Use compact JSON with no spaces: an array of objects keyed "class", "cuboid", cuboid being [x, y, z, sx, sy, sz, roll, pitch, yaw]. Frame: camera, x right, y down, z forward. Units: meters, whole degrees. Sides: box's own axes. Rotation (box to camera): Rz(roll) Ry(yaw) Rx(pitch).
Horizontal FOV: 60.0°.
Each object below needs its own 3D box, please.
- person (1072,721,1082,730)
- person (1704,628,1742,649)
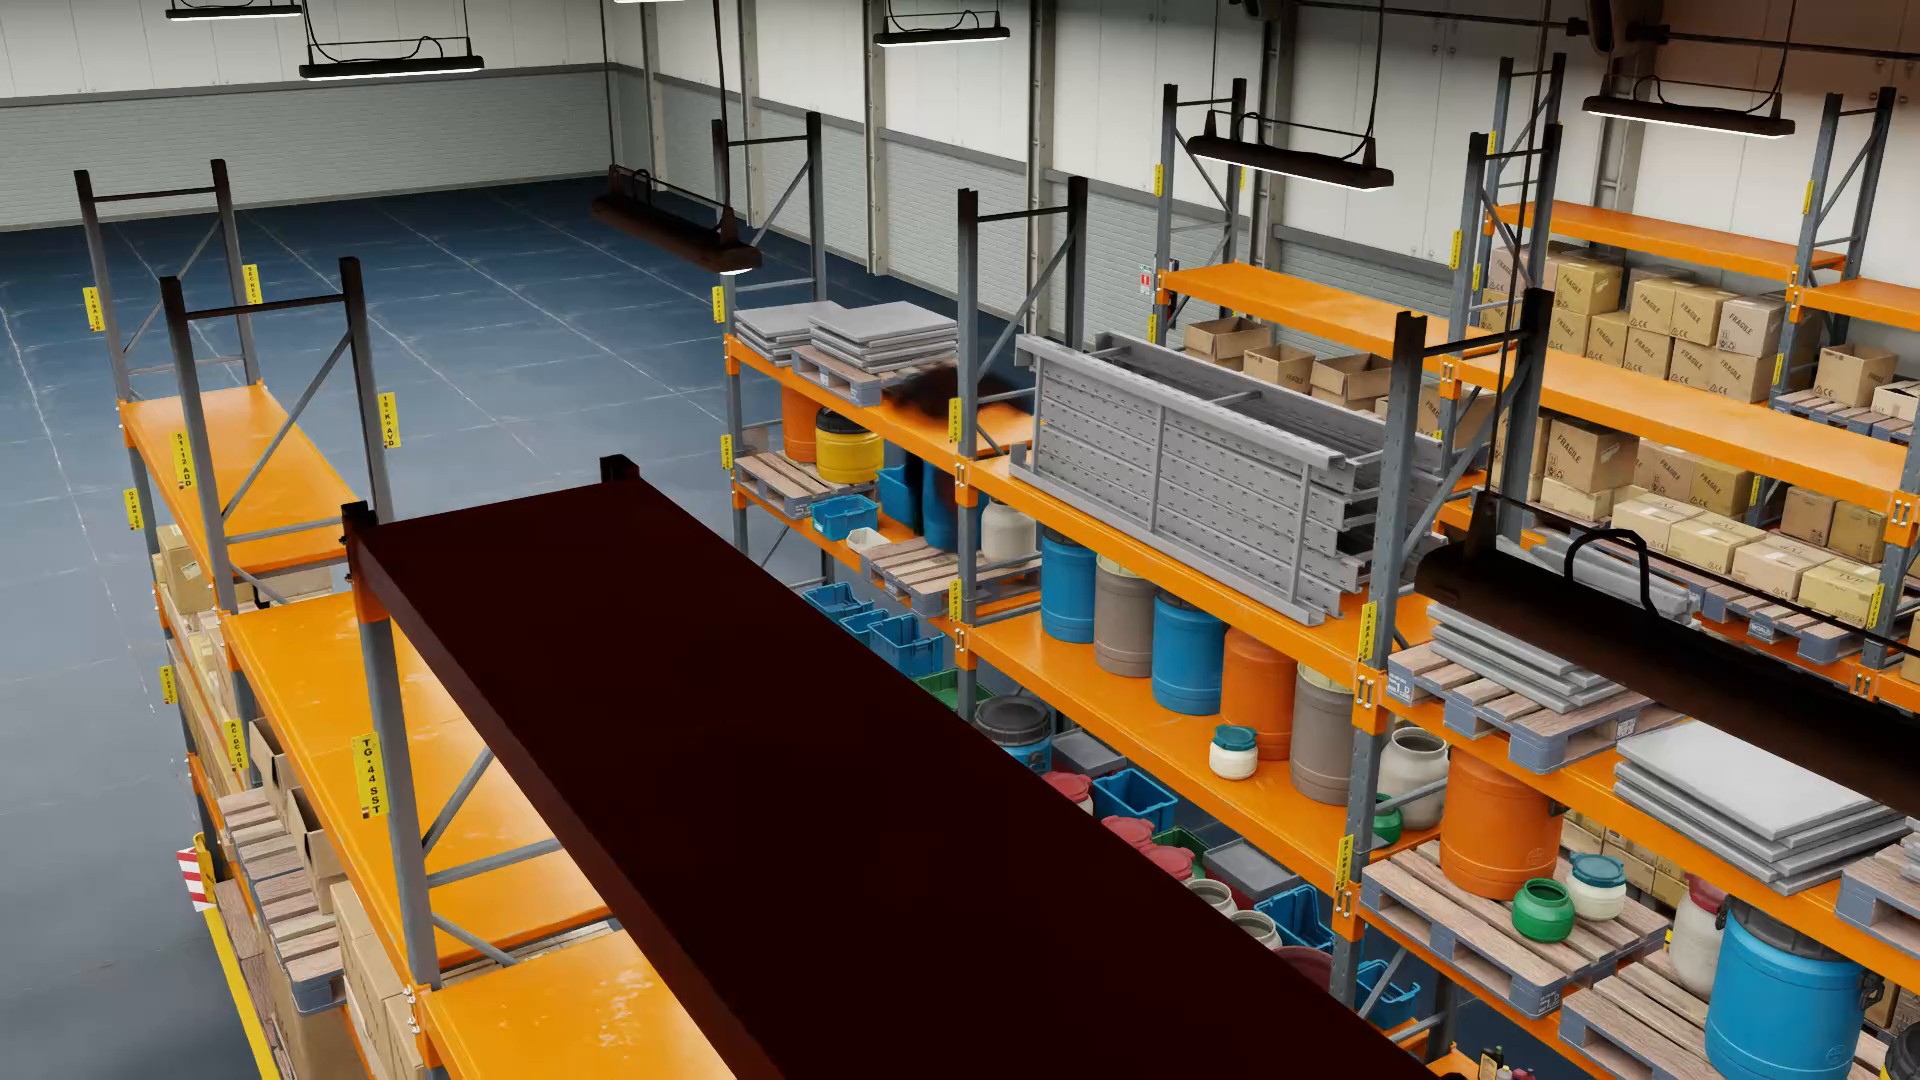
[{"class":"person","cuboid":[1.191,1.662,14.938,0.625,1.800,0.764,-19,28,-39]},{"class":"person","cuboid":[7.370,1.105,16.268,0.487,1.735,1.009,-17,27,-36]}]
